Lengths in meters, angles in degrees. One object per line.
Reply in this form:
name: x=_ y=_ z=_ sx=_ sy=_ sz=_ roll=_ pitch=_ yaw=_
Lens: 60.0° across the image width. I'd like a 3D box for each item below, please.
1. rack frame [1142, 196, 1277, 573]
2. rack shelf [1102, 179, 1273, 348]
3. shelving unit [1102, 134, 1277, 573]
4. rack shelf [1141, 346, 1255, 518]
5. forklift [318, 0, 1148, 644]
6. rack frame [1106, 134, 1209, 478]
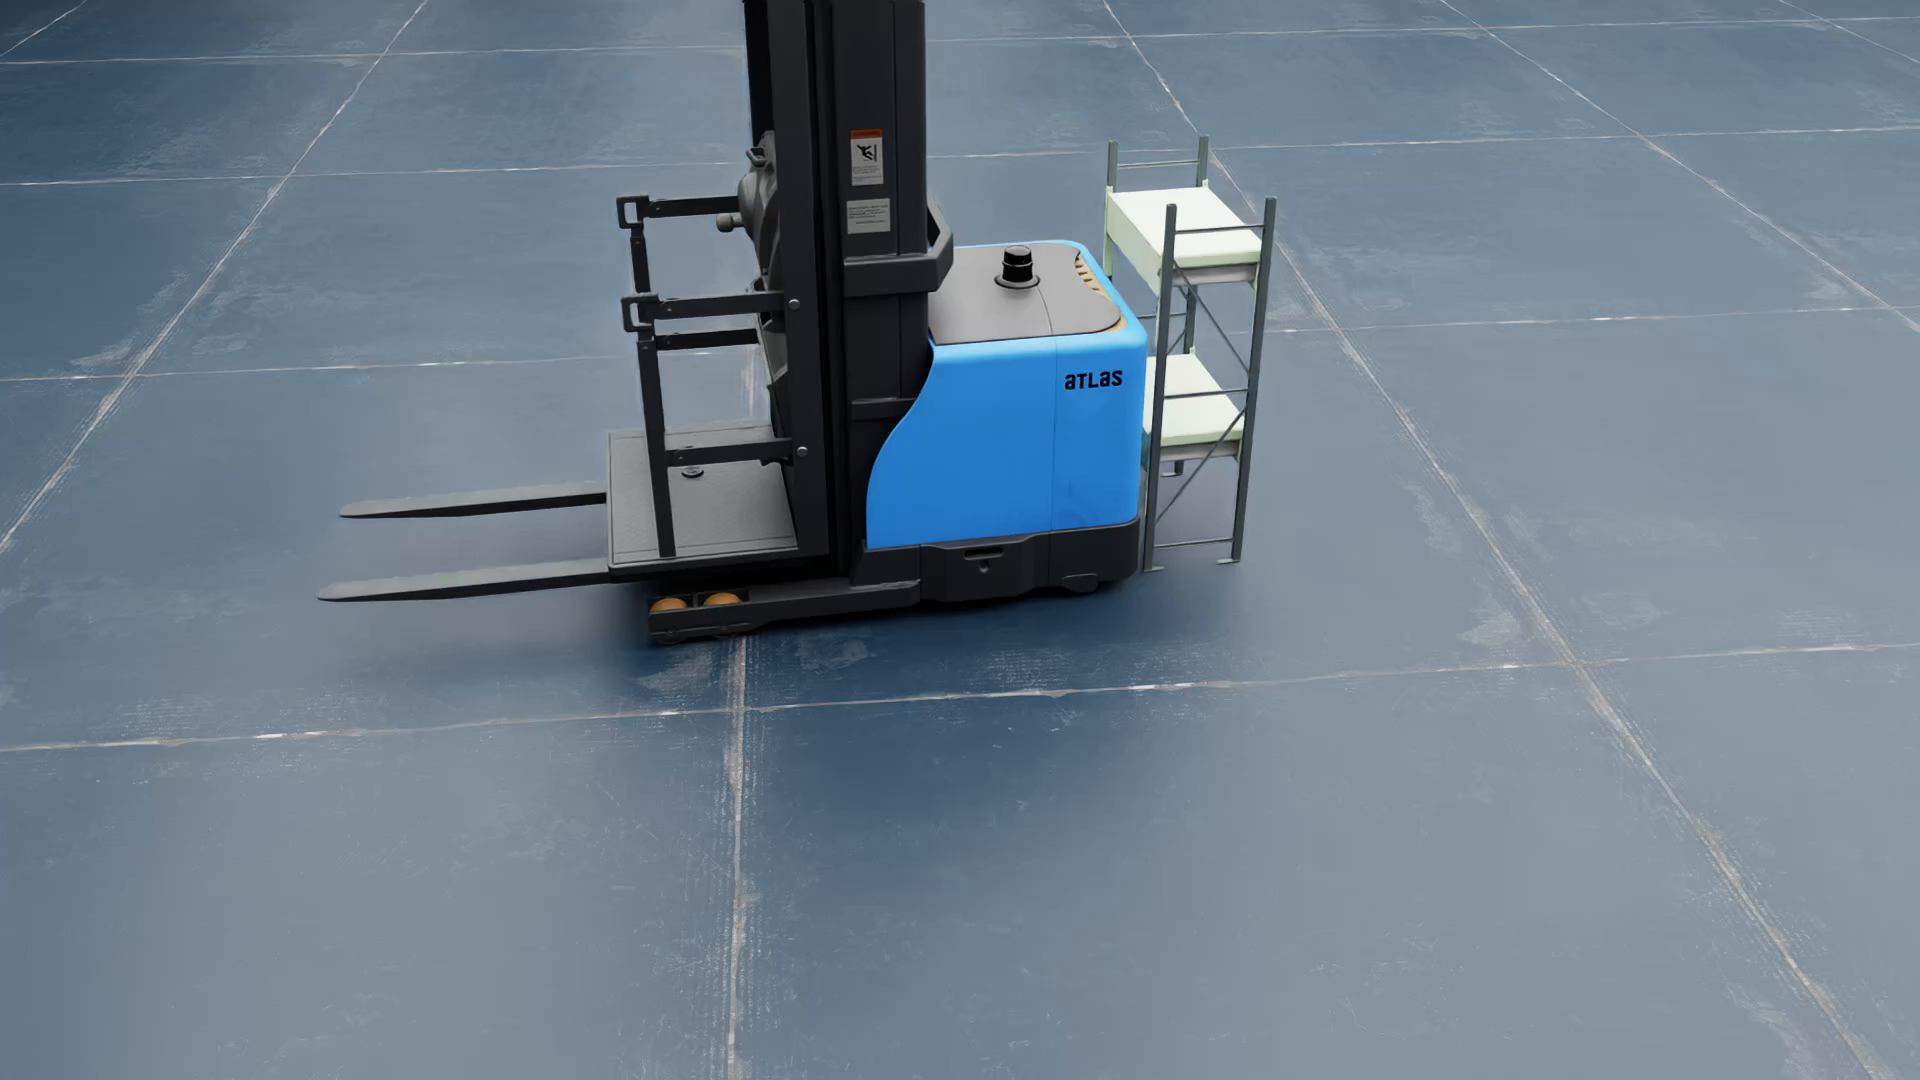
rack frame: x=0.916 y=-0.541 z=6.193 sx=0.400 sy=1.500 sz=0.023 roll=-6 pitch=31 yaw=-10
rack shelf: x=0.843 y=-1.060 z=6.301 sx=0.431 sy=0.370 sz=0.720 roll=-6 pitch=31 yaw=-10
shelving unit: x=0.843 y=-0.725 z=6.501 sx=0.431 sy=1.500 sz=0.755 roll=-6 pitch=31 yaw=-10
rack shelf: x=0.843 y=-0.445 z=6.668 sx=0.431 sy=0.370 sz=0.720 roll=-6 pitch=31 yaw=-10
forklift: x=-0.881 y=-1.171 z=5.853 sx=3.031 sy=2.935 sz=1.130 roll=-6 pitch=31 yaw=-9
rack frame: x=0.770 y=-0.909 z=6.809 sx=0.400 sy=1.500 sz=0.023 roll=-6 pitch=31 yaw=-10
